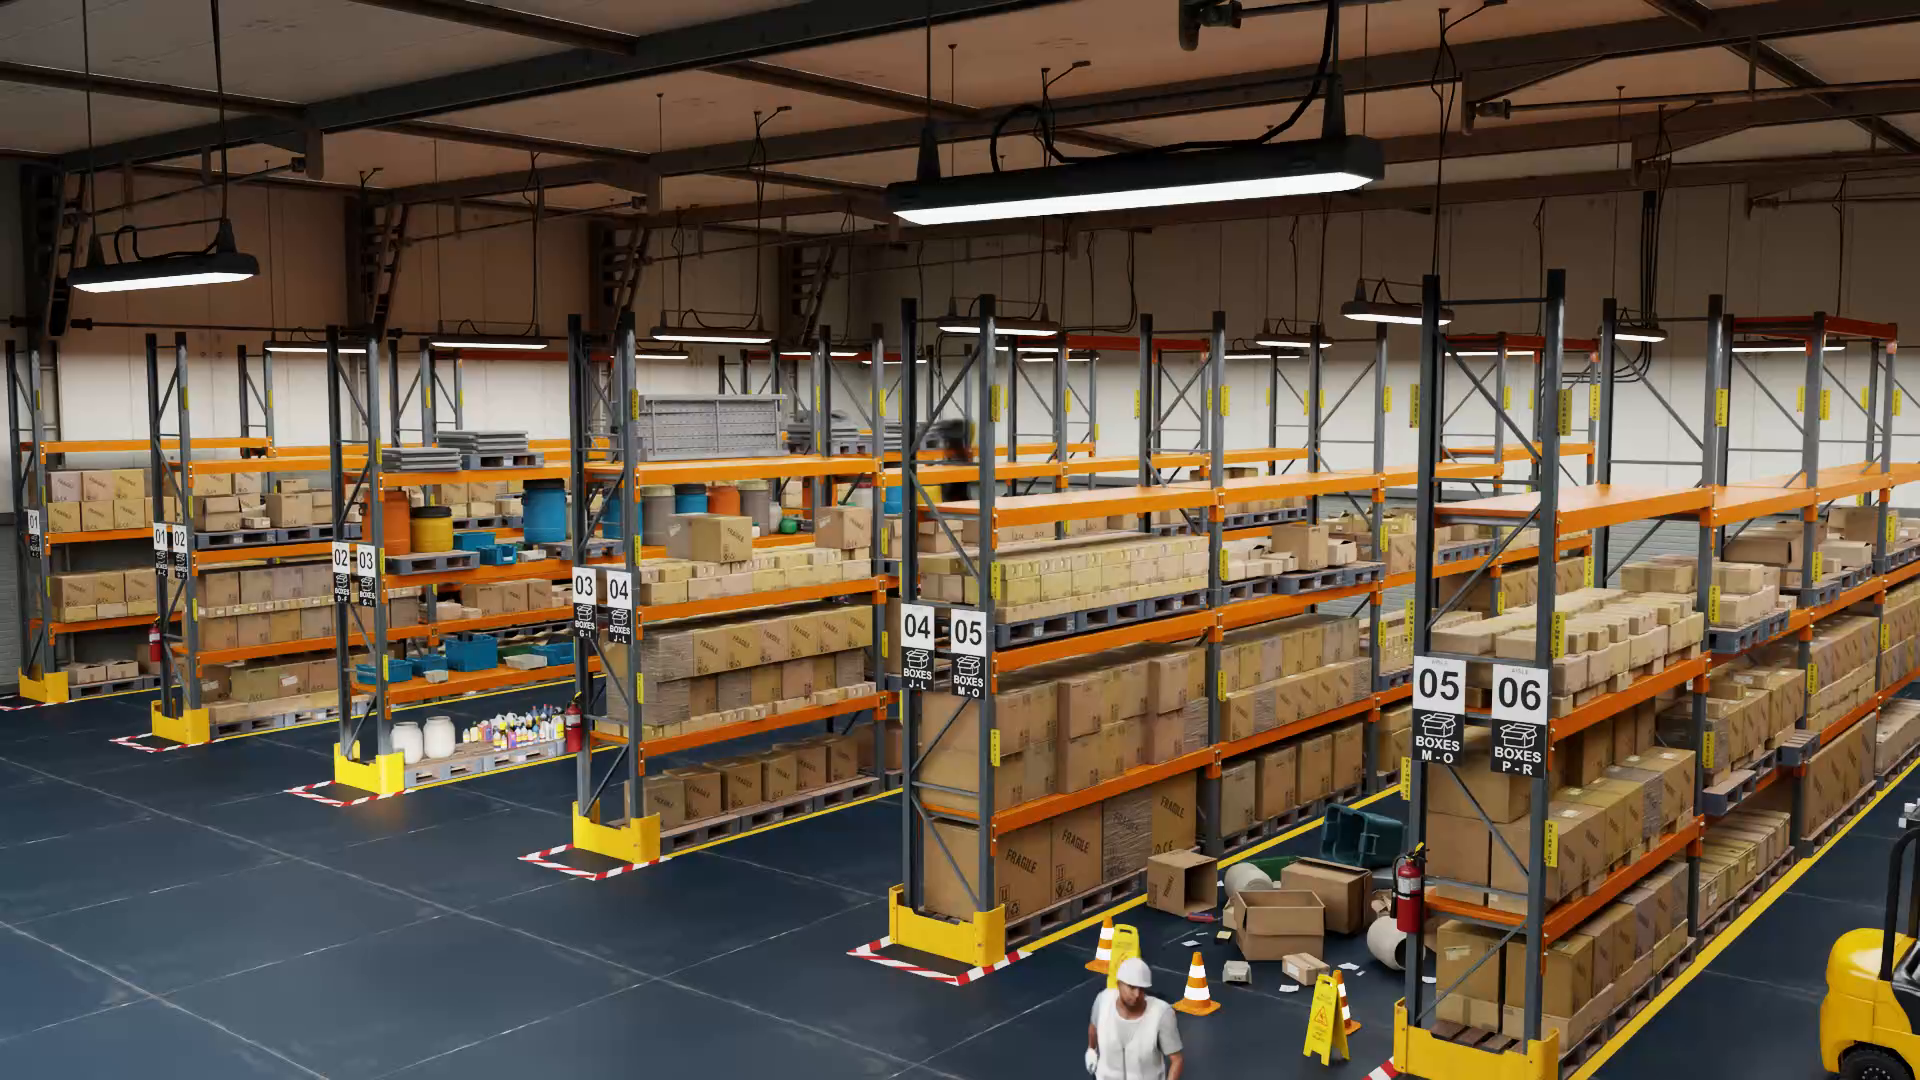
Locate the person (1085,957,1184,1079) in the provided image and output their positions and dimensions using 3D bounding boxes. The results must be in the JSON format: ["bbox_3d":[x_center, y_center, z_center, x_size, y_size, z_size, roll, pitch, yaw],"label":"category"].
[{"bbox_3d":[1.035,3.376,10.187,0.689,1.724,0.809,1,5,16],"label":"person"}]

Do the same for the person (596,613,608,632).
[{"bbox_3d":[-7.011,1.410,32.973,0.541,1.624,0.705,4,7,39],"label":"person"}]

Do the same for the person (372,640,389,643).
[{"bbox_3d":[-10.563,1.684,30.123,0.726,1.564,0.945,1,5,8],"label":"person"}]
